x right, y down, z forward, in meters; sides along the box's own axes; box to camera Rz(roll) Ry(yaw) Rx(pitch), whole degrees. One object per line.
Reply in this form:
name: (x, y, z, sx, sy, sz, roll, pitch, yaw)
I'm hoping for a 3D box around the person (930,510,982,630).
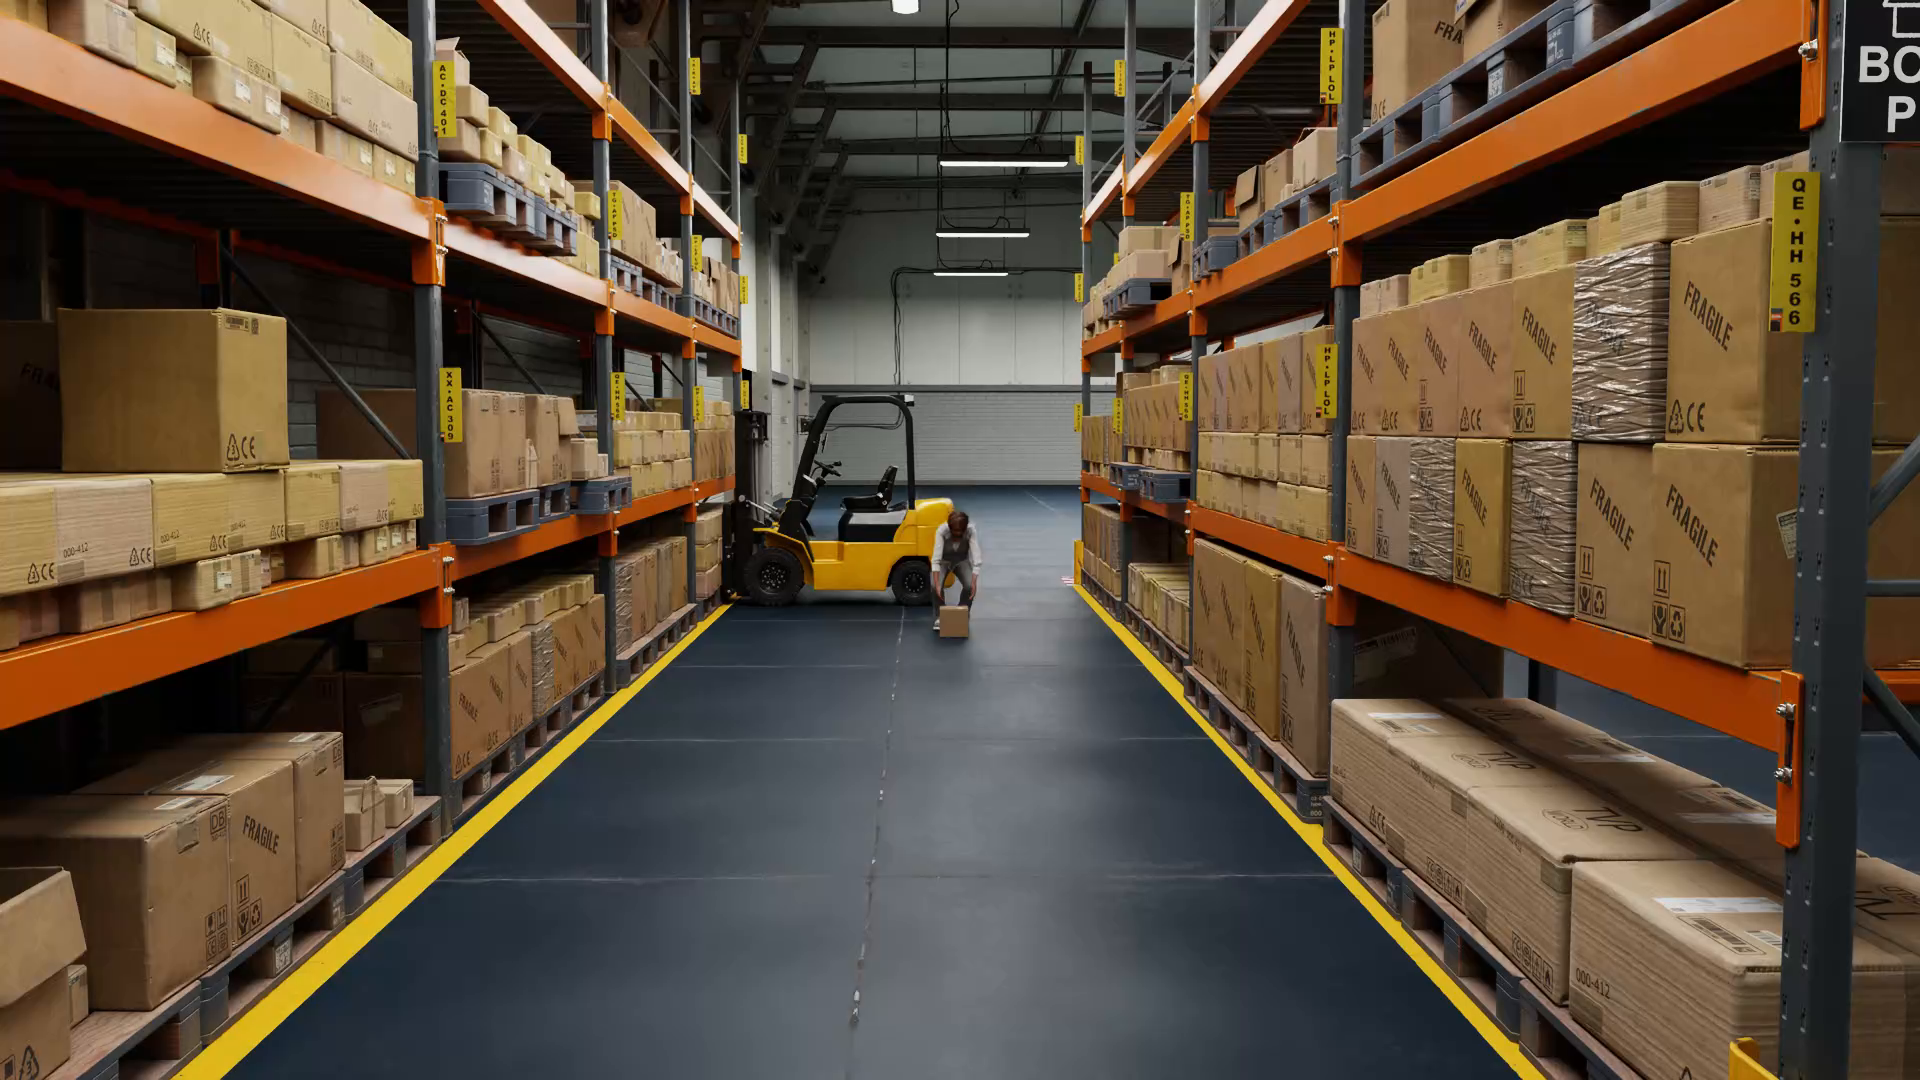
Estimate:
person: (-0.039, 0.268, 14.966, 0.463, 1.102, 0.745, 0, 4, -1)
